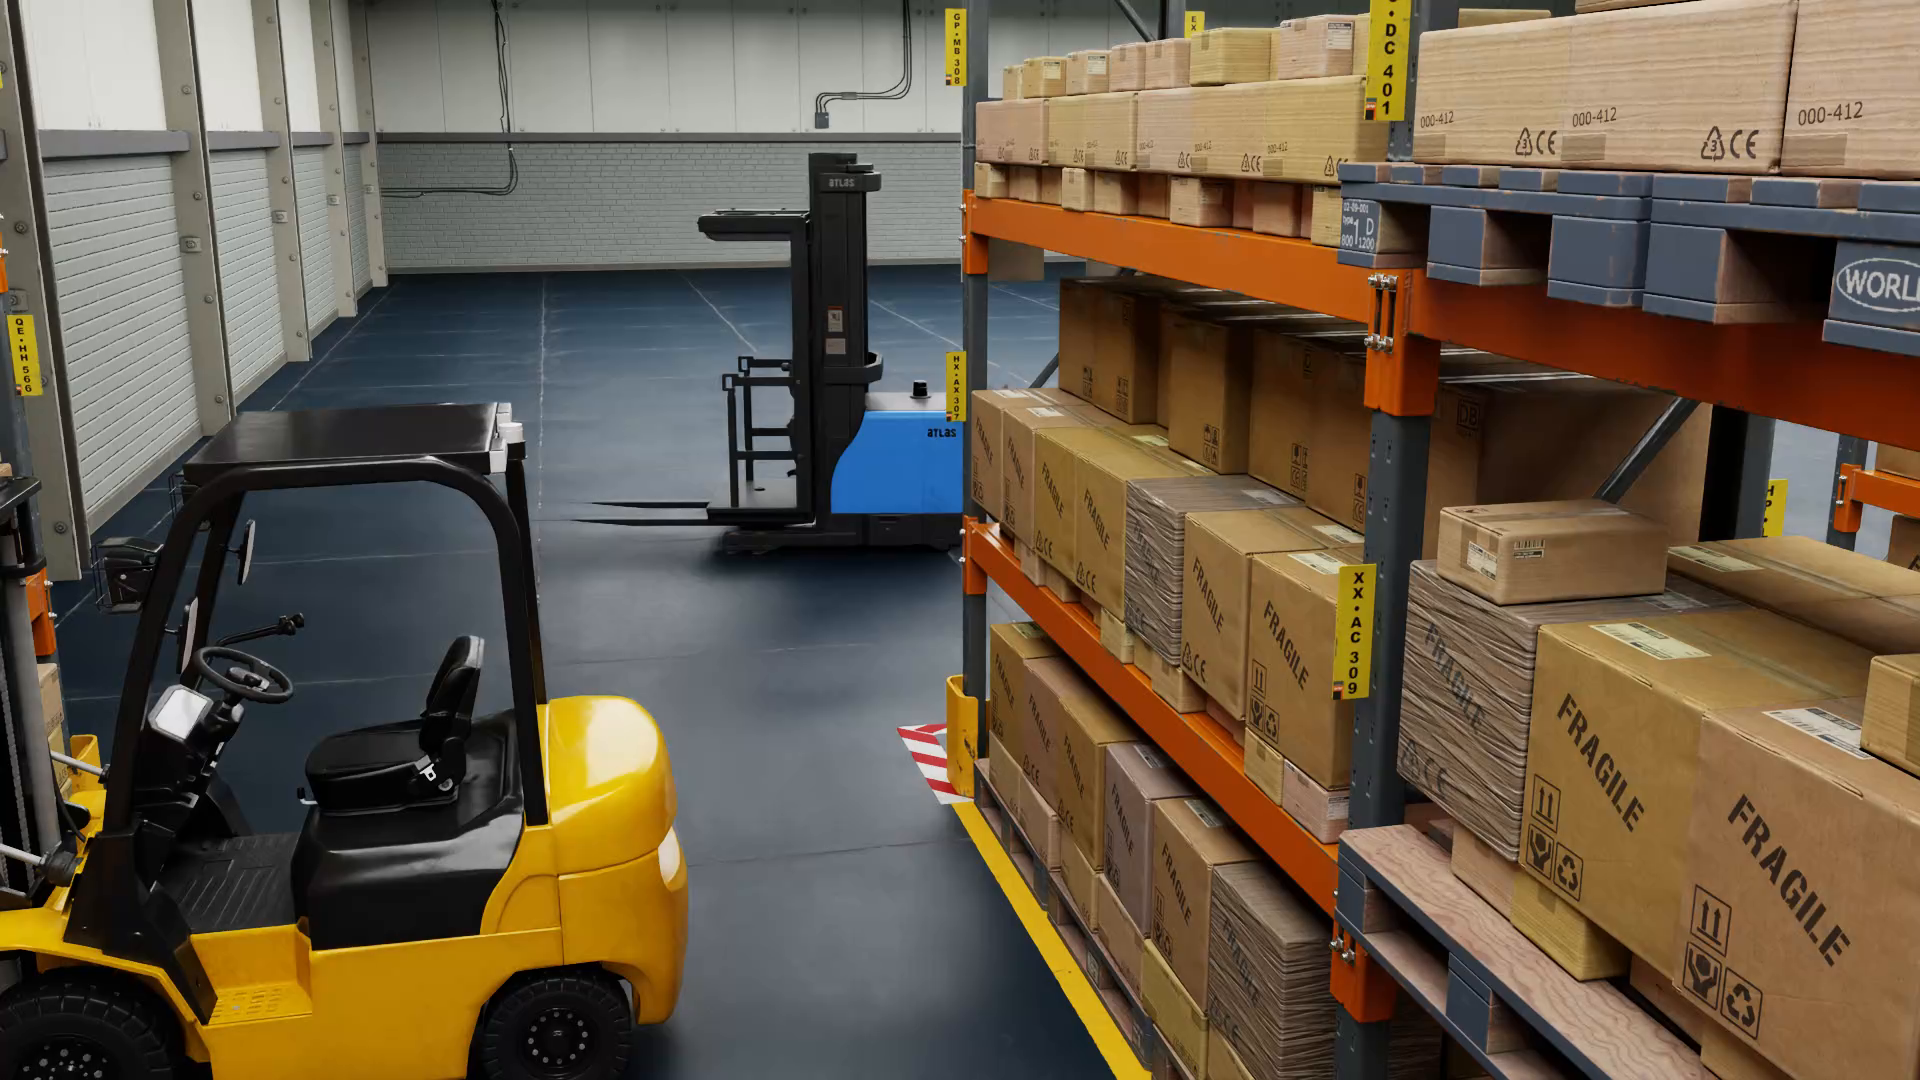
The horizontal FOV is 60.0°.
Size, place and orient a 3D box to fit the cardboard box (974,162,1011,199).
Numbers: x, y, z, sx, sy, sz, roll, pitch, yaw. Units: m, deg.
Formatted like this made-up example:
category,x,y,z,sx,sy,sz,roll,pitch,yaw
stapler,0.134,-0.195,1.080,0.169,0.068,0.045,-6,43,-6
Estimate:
category,x,y,z,sx,sy,sz,roll,pitch,yaw
cardboard box,0.275,-1.558,7.194,0.380,0.149,0.250,-3,14,-13

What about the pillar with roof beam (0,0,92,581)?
category,x,y,z,sx,sy,sz,roll,pitch,yaw
pillar with roof beam,-2.248,-4.368,11.845,9.100,9.000,0.400,-3,14,-13

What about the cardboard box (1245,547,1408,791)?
category,x,y,z,sx,sy,sz,roll,pitch,yaw
cardboard box,1.106,0.323,4.447,0.500,0.500,0.500,-4,14,-15

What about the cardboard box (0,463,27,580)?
category,x,y,z,sx,sy,sz,roll,pitch,yaw
cardboard box,-3.940,0.010,6.355,0.500,0.500,0.500,-4,14,-14

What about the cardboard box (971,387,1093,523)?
category,x,y,z,sx,sy,sz,roll,pitch,yaw
cardboard box,0.355,-0.386,7.350,0.500,0.500,0.500,-4,14,-14

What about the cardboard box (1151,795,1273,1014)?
category,x,y,z,sx,sy,sz,roll,pitch,yaw
cardboard box,0.931,1.134,5.296,0.500,0.500,0.500,-3,14,-12

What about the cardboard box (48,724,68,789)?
category,x,y,z,sx,sy,sz,roll,pitch,yaw
cardboard box,-3.893,0.943,6.601,0.500,0.250,0.500,-3,14,-14

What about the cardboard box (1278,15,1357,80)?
category,x,y,z,sx,sy,sz,roll,pitch,yaw
cardboard box,1.030,-1.234,4.188,0.380,0.149,0.250,-4,14,-15

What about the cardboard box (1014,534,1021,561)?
category,x,y,z,sx,sy,sz,roll,pitch,yaw
cardboard box,0.448,0.017,7.066,0.380,0.149,0.250,-4,14,-15

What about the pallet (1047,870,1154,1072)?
category,x,y,z,sx,sy,sz,roll,pitch,yaw
pallet,0.970,1.525,6.242,1.003,0.211,1.213,-3,14,-13

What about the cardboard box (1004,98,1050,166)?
category,x,y,z,sx,sy,sz,roll,pitch,yaw
cardboard box,0.481,-1.599,6.521,0.500,0.250,0.500,-3,14,-14

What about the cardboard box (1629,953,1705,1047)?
category,x,y,z,sx,sy,sz,roll,pitch,yaw
cardboard box,1.466,0.787,3.029,0.380,0.149,0.250,-2,14,-10

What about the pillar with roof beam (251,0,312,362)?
category,x,y,z,sx,sy,sz,roll,pitch,yaw
pillar with roof beam,-5.066,-7.136,23.176,9.100,9.000,0.400,-3,14,-13

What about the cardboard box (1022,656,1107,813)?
category,x,y,z,sx,sy,sz,roll,pitch,yaw
cardboard box,0.567,0.777,6.756,0.500,0.500,0.500,-4,14,-15

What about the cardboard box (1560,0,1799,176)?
category,x,y,z,sx,sy,sz,roll,pitch,yaw
cardboard box,1.320,-0.709,2.621,0.500,0.250,0.500,-3,14,-14

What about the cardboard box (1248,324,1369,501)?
category,x,y,z,sx,sy,sz,roll,pitch,yaw
cardboard box,1.369,-0.424,5.398,0.700,0.500,0.500,-4,14,-14

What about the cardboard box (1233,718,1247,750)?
category,x,y,z,sx,sy,sz,roll,pitch,yaw
cardboard box,1.030,0.548,4.893,0.380,0.149,0.250,-3,14,-13

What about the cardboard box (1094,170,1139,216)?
category,x,y,z,sx,sy,sz,roll,pitch,yaw
cardboard box,0.684,-1.202,5.736,0.380,0.149,0.250,-4,14,-15

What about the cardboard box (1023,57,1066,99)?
category,x,y,z,sx,sy,sz,roll,pitch,yaw
cardboard box,0.458,-1.767,6.366,0.380,0.149,0.250,-3,14,-13

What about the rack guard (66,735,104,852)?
category,x,y,z,sx,sy,sz,roll,pitch,yaw
rack guard,-4.317,1.168,7.091,1.175,0.500,0.348,-3,14,-13

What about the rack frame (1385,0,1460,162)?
category,x,y,z,sx,sy,sz,roll,pitch,yaw
rack frame,1.452,-2.309,3.419,1.000,3.000,0.127,-3,14,-13

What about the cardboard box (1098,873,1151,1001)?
category,x,y,z,sx,sy,sz,roll,pitch,yaw
cardboard box,0.802,1.375,5.886,0.500,0.250,0.500,-3,14,-12

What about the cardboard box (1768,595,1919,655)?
category,x,y,z,sx,sy,sz,roll,pitch,yaw
cardboard box,1.902,0.416,3.182,0.500,0.500,0.500,-3,14,-13

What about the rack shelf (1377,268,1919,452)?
category,x,y,z,sx,sy,sz,roll,pitch,yaw
rack shelf,1.922,-0.041,1.972,1.077,0.370,4.000,-3,14,-13

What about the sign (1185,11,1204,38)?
category,x,y,z,sx,sy,sz,roll,pitch,yaw
sign,1.057,-2.231,7.555,0.100,0.325,0.005,-3,14,-13

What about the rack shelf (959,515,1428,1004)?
category,x,y,z,sx,sy,sz,roll,pitch,yaw
rack shelf,0.983,0.493,6.105,1.077,0.370,4.000,-3,14,-13

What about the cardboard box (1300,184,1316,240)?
category,x,y,z,sx,sy,sz,roll,pitch,yaw
cardboard box,1.108,-0.849,4.291,0.380,0.149,0.250,-3,14,-13

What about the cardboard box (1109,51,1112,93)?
category,x,y,z,sx,sy,sz,roll,pitch,yaw
cardboard box,0.725,-1.594,5.661,0.380,0.149,0.250,-3,14,-12

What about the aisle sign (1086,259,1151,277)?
category,x,y,z,sx,sy,sz,roll,pitch,yaw
aisle sign,0.780,-1.611,7.724,0.394,0.787,0.004,-3,14,-13

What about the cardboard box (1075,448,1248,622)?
category,x,y,z,sx,sy,sz,roll,pitch,yaw
cardboard box,0.727,-0.033,5.903,0.500,0.500,0.500,-4,14,-14

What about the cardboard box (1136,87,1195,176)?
category,x,y,z,sx,sy,sz,roll,pitch,yaw
cardboard box,0.862,-1.246,5.074,0.500,0.250,0.500,-4,14,-14

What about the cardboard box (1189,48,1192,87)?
category,x,y,z,sx,sy,sz,roll,pitch,yaw
cardboard box,0.906,-1.418,4.940,0.380,0.149,0.250,-4,14,-14

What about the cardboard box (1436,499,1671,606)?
category,x,y,z,sx,sy,sz,roll,pitch,yaw
cardboard box,1.219,0.021,3.432,0.380,0.149,0.250,-3,14,-13

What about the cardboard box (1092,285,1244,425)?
category,x,y,z,sx,sy,sz,roll,pitch,yaw
cardboard box,0.957,-0.774,6.830,0.700,0.500,0.500,-3,14,-13

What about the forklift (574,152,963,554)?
category,x,y,z,sx,sy,sz,roll,pitch,yaw
forklift,-1.422,-1.441,12.651,3.031,2.935,1.130,0,14,-1

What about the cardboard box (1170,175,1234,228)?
category,x,y,z,sx,sy,sz,roll,pitch,yaw
cardboard box,0.854,-1.024,5.008,0.380,0.149,0.250,-3,14,-12

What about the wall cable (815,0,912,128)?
category,x,y,z,sx,sy,sz,roll,pitch,yaw
wall cable,-2.244,-12.595,38.355,2.305,6.003,0.169,-3,14,-13

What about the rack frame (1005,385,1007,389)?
category,x,y,z,sx,sy,sz,roll,pitch,yaw
rack frame,0.242,-0.605,12.874,0.240,1.200,0.015,0,14,0

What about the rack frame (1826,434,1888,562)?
category,x,y,z,sx,sy,sz,roll,pitch,yaw
rack frame,5.301,-0.617,9.133,1.000,3.000,0.127,-3,14,-13

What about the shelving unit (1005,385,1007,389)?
category,x,y,z,sx,sy,sz,roll,pitch,yaw
shelving unit,0.243,-0.547,12.637,0.258,1.200,0.503,0,14,0

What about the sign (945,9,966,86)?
category,x,y,z,sx,sy,sz,roll,pitch,yaw
sign,-0.015,-2.169,7.324,0.100,0.325,0.005,-3,14,-13

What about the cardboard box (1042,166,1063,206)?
category,x,y,z,sx,sy,sz,roll,pitch,yaw
cardboard box,0.535,-1.384,6.481,0.380,0.149,0.250,-3,14,-14

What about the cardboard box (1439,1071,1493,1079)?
category,x,y,z,sx,sy,sz,roll,pitch,yaw
cardboard box,1.576,1.585,5.026,0.500,0.250,0.500,-4,14,-16

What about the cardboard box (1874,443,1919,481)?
category,x,y,z,sx,sy,sz,roll,pitch,yaw
cardboard box,5.432,-0.607,8.775,0.875,0.550,0.550,-3,14,-13

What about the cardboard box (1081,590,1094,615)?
category,x,y,z,sx,sy,sz,roll,pitch,yaw
cardboard box,0.677,0.194,6.343,0.380,0.149,0.250,-3,14,-11

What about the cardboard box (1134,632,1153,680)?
category,x,y,z,sx,sy,sz,roll,pitch,yaw
cardboard box,0.808,0.375,5.602,0.380,0.149,0.250,-4,14,-14

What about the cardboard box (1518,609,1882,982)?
category,x,y,z,sx,sy,sz,roll,pitch,yaw
cardboard box,1.402,0.447,3.053,0.500,0.500,0.500,-3,14,-13

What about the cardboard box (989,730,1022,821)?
category,x,y,z,sx,sy,sz,roll,pitch,yaw
cardboard box,0.433,1.015,7.360,0.500,0.250,0.500,-3,14,-14

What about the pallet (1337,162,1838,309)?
category,x,y,z,sx,sy,sz,roll,pitch,yaw
pallet,1.494,-0.613,3.190,1.213,0.211,1.003,-3,14,-13
